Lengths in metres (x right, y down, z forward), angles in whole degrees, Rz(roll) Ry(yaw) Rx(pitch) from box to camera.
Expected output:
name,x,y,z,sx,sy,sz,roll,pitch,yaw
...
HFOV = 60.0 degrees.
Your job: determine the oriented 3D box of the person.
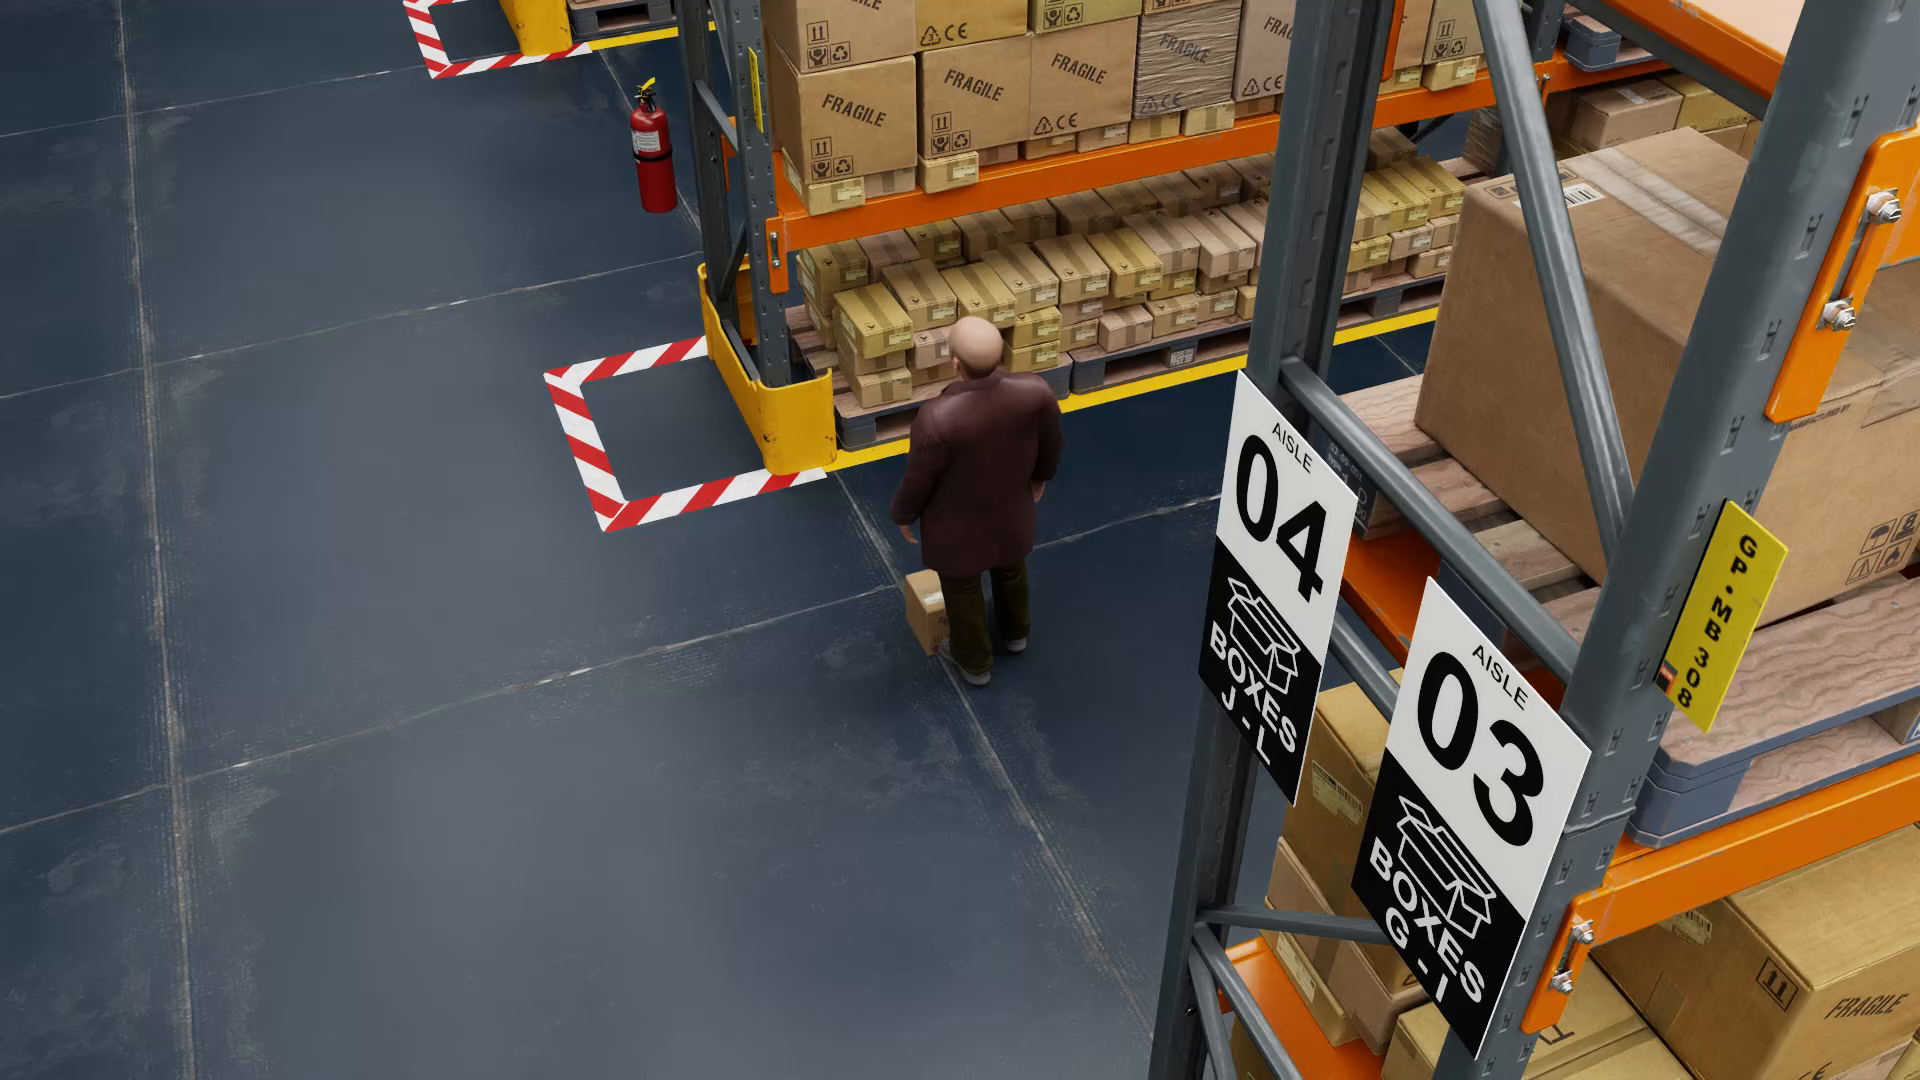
name,x,y,z,sx,sy,sz,roll,pitch,yaw
person,0.029,-0.187,6.370,0.678,1.776,0.581,-15,43,-17
